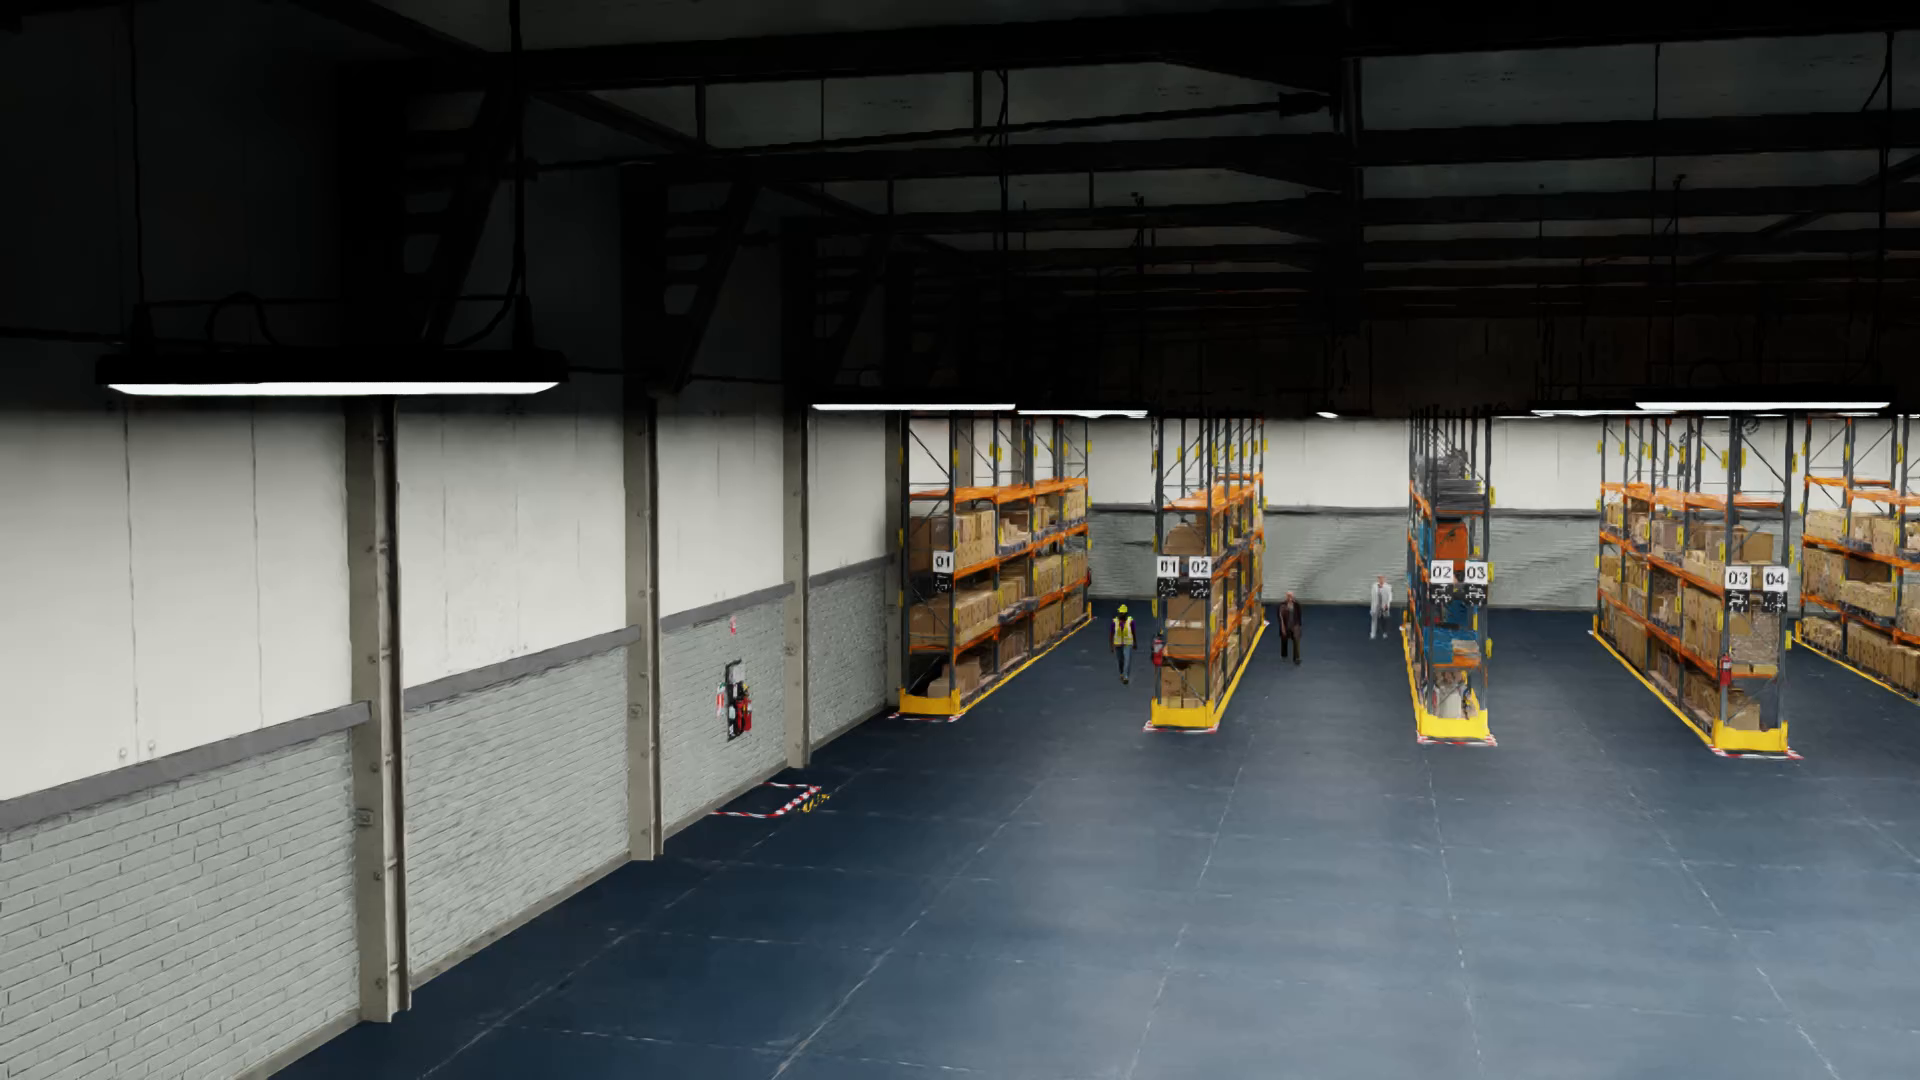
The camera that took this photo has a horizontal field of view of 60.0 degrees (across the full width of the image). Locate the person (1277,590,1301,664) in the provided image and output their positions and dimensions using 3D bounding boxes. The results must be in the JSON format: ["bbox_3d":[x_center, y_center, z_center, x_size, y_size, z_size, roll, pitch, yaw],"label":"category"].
[{"bbox_3d":[7.756,2.041,39.163,0.574,1.715,1.104,0,4,6],"label":"person"}]

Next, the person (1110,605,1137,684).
[{"bbox_3d":[3.554,2.256,36.411,0.577,1.691,1.121,1,4,16],"label":"person"}]

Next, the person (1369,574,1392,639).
[{"bbox_3d":[11.010,1.731,43.482,0.571,1.716,1.103,2,4,22],"label":"person"}]
